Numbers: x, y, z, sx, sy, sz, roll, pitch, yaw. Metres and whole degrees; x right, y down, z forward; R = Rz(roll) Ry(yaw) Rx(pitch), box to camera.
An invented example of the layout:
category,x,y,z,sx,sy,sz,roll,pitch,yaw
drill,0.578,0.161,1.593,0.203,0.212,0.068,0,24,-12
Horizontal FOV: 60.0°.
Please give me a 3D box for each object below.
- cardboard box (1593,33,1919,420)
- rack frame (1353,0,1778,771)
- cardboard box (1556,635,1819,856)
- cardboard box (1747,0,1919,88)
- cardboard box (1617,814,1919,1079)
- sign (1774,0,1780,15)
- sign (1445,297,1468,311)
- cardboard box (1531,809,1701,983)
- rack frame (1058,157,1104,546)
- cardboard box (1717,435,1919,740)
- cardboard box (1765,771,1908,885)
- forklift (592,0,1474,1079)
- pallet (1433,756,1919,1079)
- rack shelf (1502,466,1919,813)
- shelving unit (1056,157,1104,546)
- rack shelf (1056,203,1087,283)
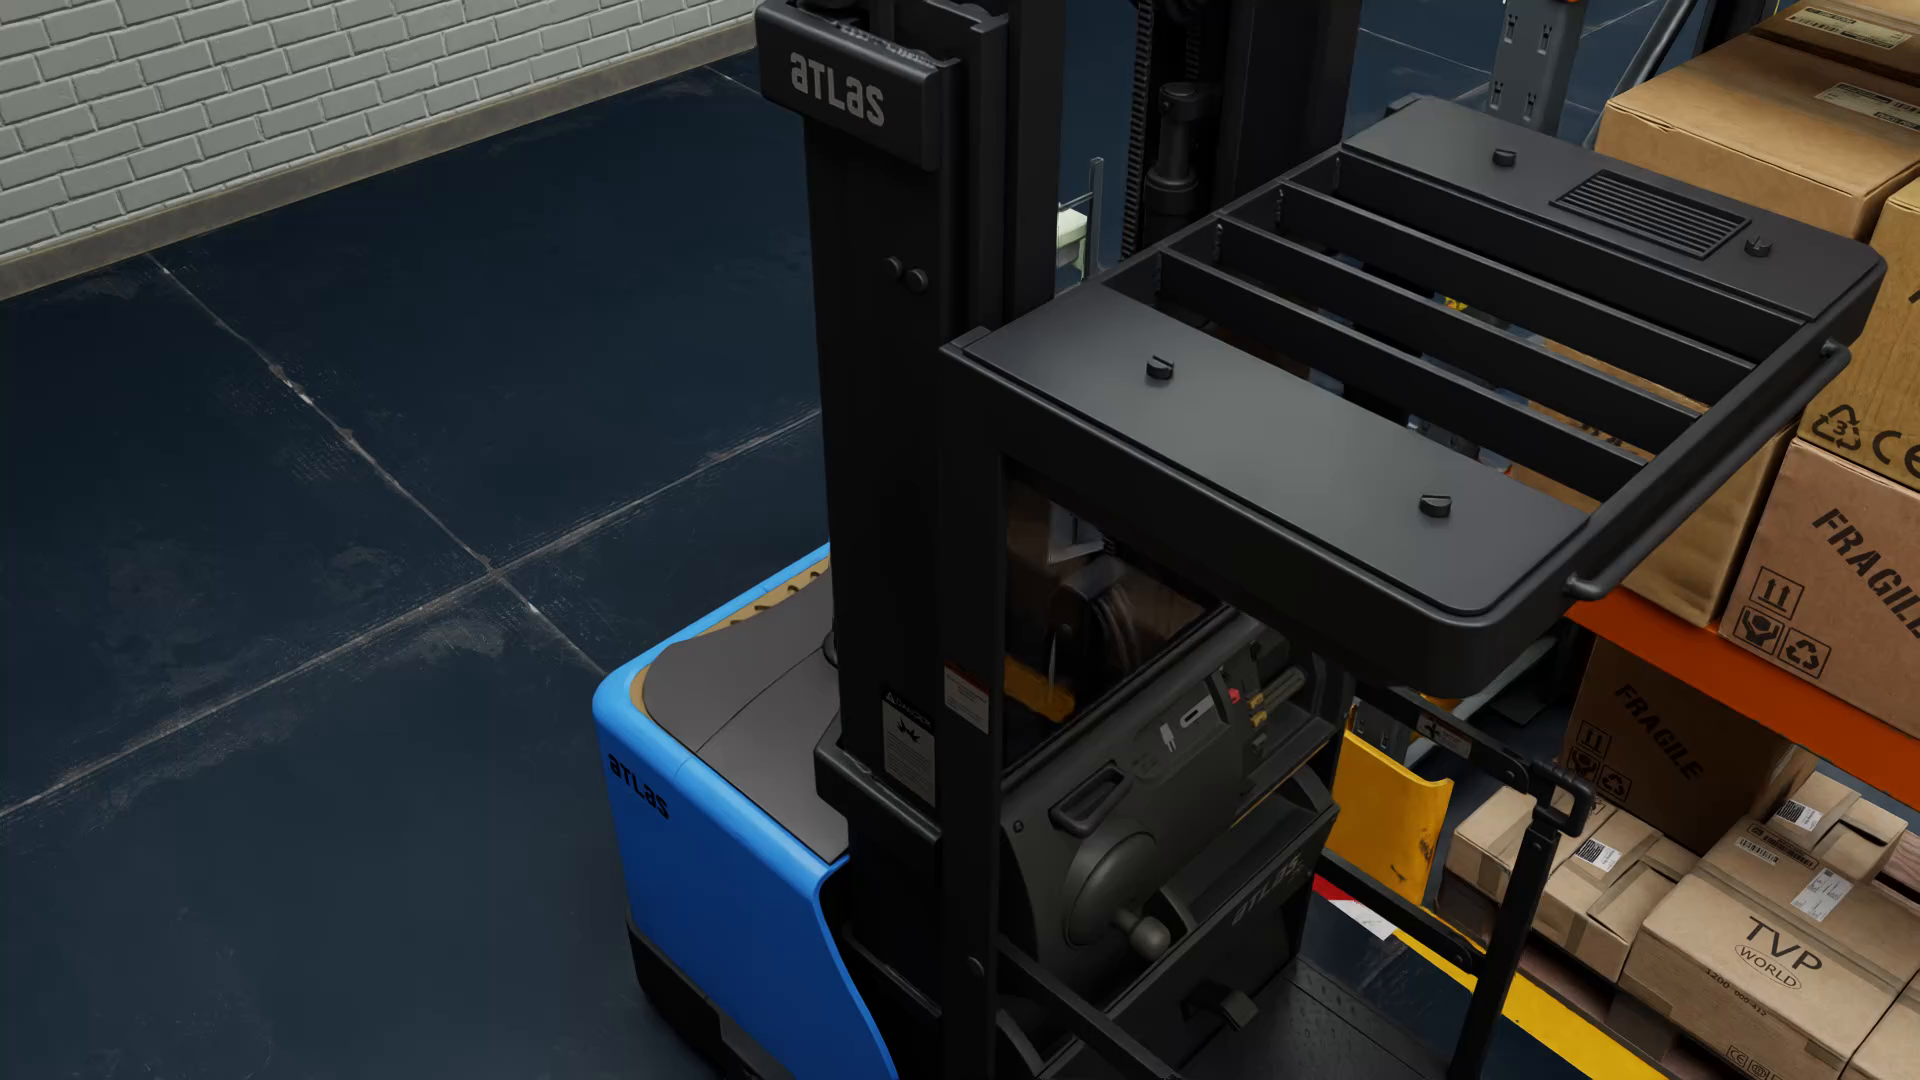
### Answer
category,x,y,z,sx,sy,sz,roll,pitch,yaw
cardboard box,1.559,-0.615,3.248,0.500,0.500,0.500,-28,47,-31
rack frame,1.453,-0.504,3.987,1.000,3.000,0.127,-30,48,-32
cardboard box,2.003,0.444,4.452,0.500,0.500,0.500,-30,48,-32
cardboard box,1.957,-0.843,3.531,0.500,0.500,0.500,-30,48,-32
cardboard box,1.950,0.998,3.965,0.500,0.250,0.500,-30,48,-32
sign,1.876,-1.304,3.804,0.100,0.325,0.005,-30,48,-32
sign,1.054,-0.610,3.429,0.100,0.325,0.005,-30,48,-32
cardboard box,1.653,0.883,4.175,0.380,0.166,0.250,-30,48,-32
rack frame,0.252,-0.411,5.065,0.400,1.500,0.023,-30,48,-32
cardboard box,1.912,0.011,3.270,0.500,0.500,0.500,-30,48,-32
cardboard box,2.210,0.800,4.277,0.380,0.166,0.250,-30,48,-32
forklift,0.572,0.450,2.860,3.031,2.935,1.130,32,49,33
pallet,2.045,0.985,4.363,1.003,0.211,1.213,-30,48,-32
rack shelf,2.806,0.701,3.067,1.077,0.370,4.000,-30,48,-32
shelving unit,0.005,-0.580,5.275,0.431,1.500,0.755,-30,48,-32
rack shelf,0.005,-0.884,5.030,0.431,0.370,0.720,-30,48,-32
